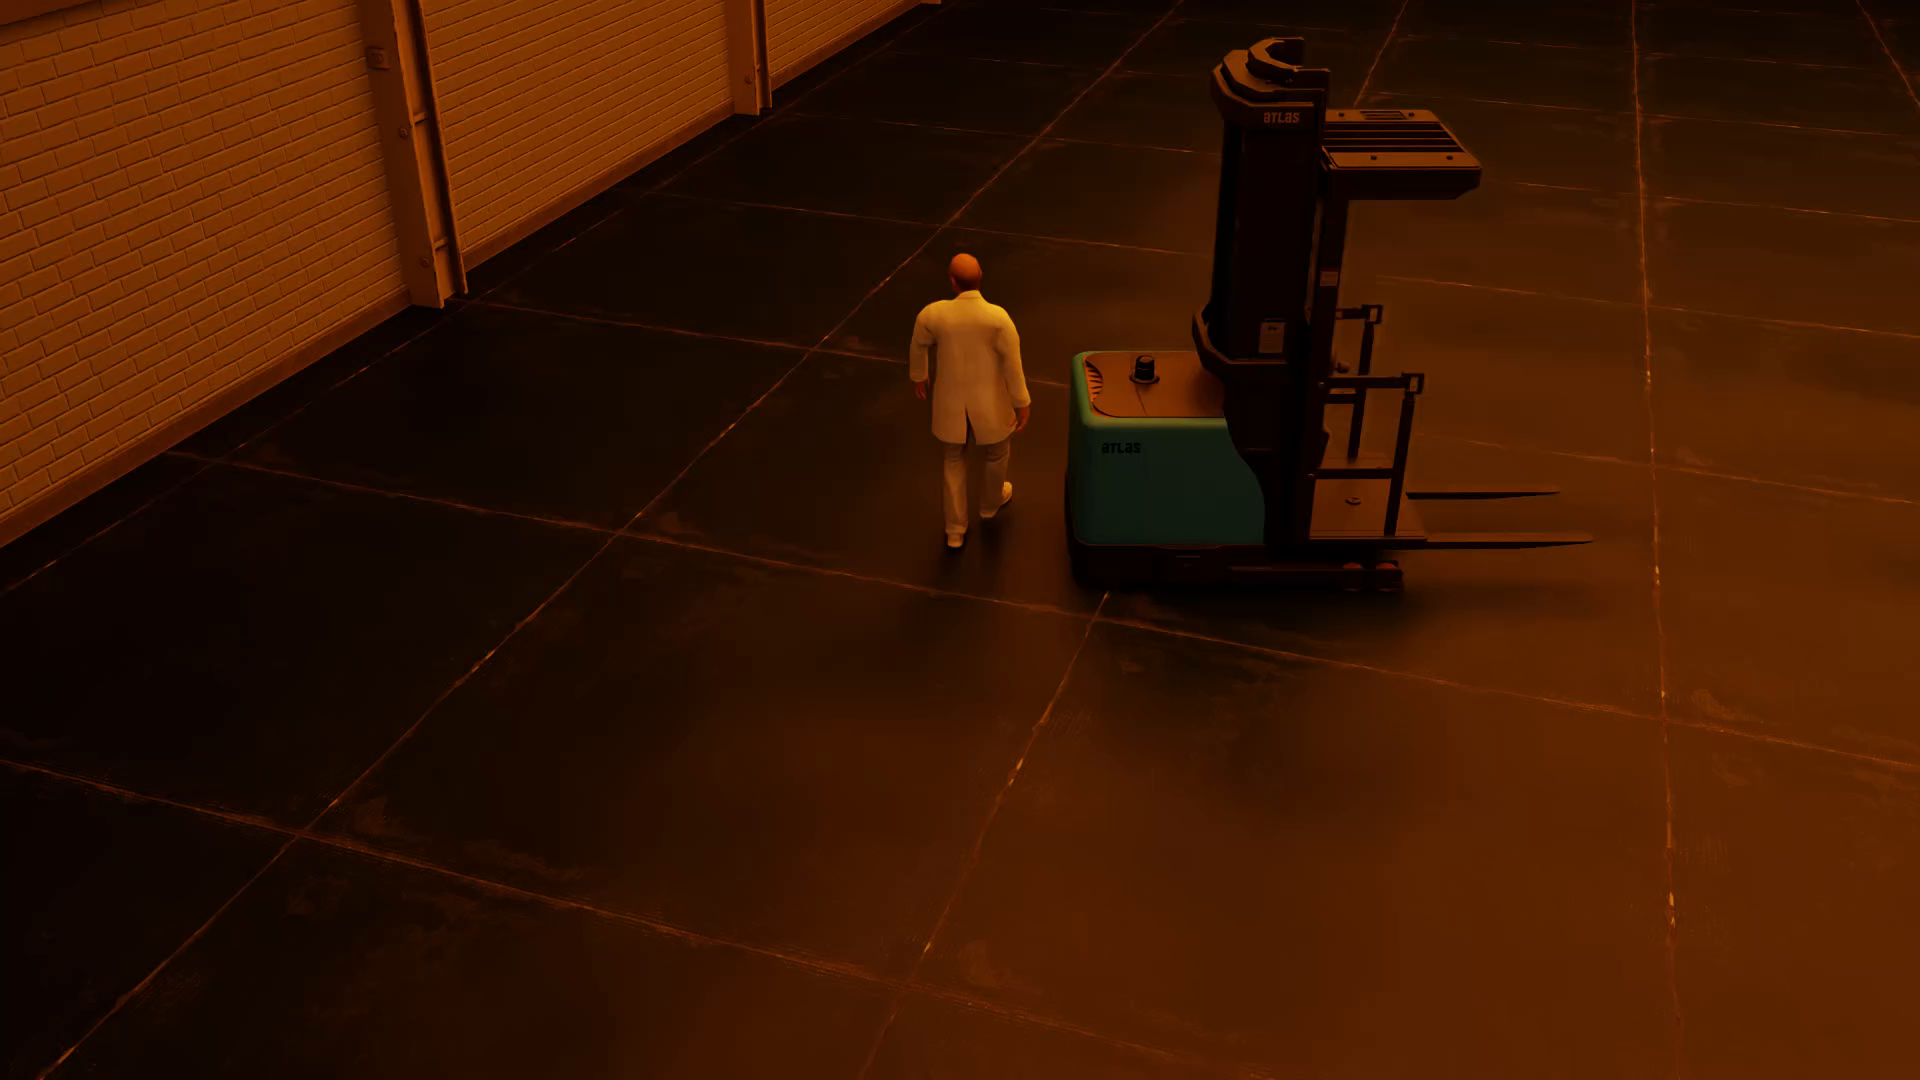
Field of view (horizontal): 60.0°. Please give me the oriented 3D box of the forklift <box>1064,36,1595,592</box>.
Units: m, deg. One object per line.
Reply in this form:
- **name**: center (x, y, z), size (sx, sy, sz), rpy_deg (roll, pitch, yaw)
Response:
- **forklift**: center (2.166, -1.237, 9.307), size (3.031, 2.935, 1.130), rpy_deg (0, 30, 0)

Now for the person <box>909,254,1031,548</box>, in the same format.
- **person**: center (0.064, -0.885, 9.882), size (0.773, 1.755, 0.764), rpy_deg (6, 30, 10)
